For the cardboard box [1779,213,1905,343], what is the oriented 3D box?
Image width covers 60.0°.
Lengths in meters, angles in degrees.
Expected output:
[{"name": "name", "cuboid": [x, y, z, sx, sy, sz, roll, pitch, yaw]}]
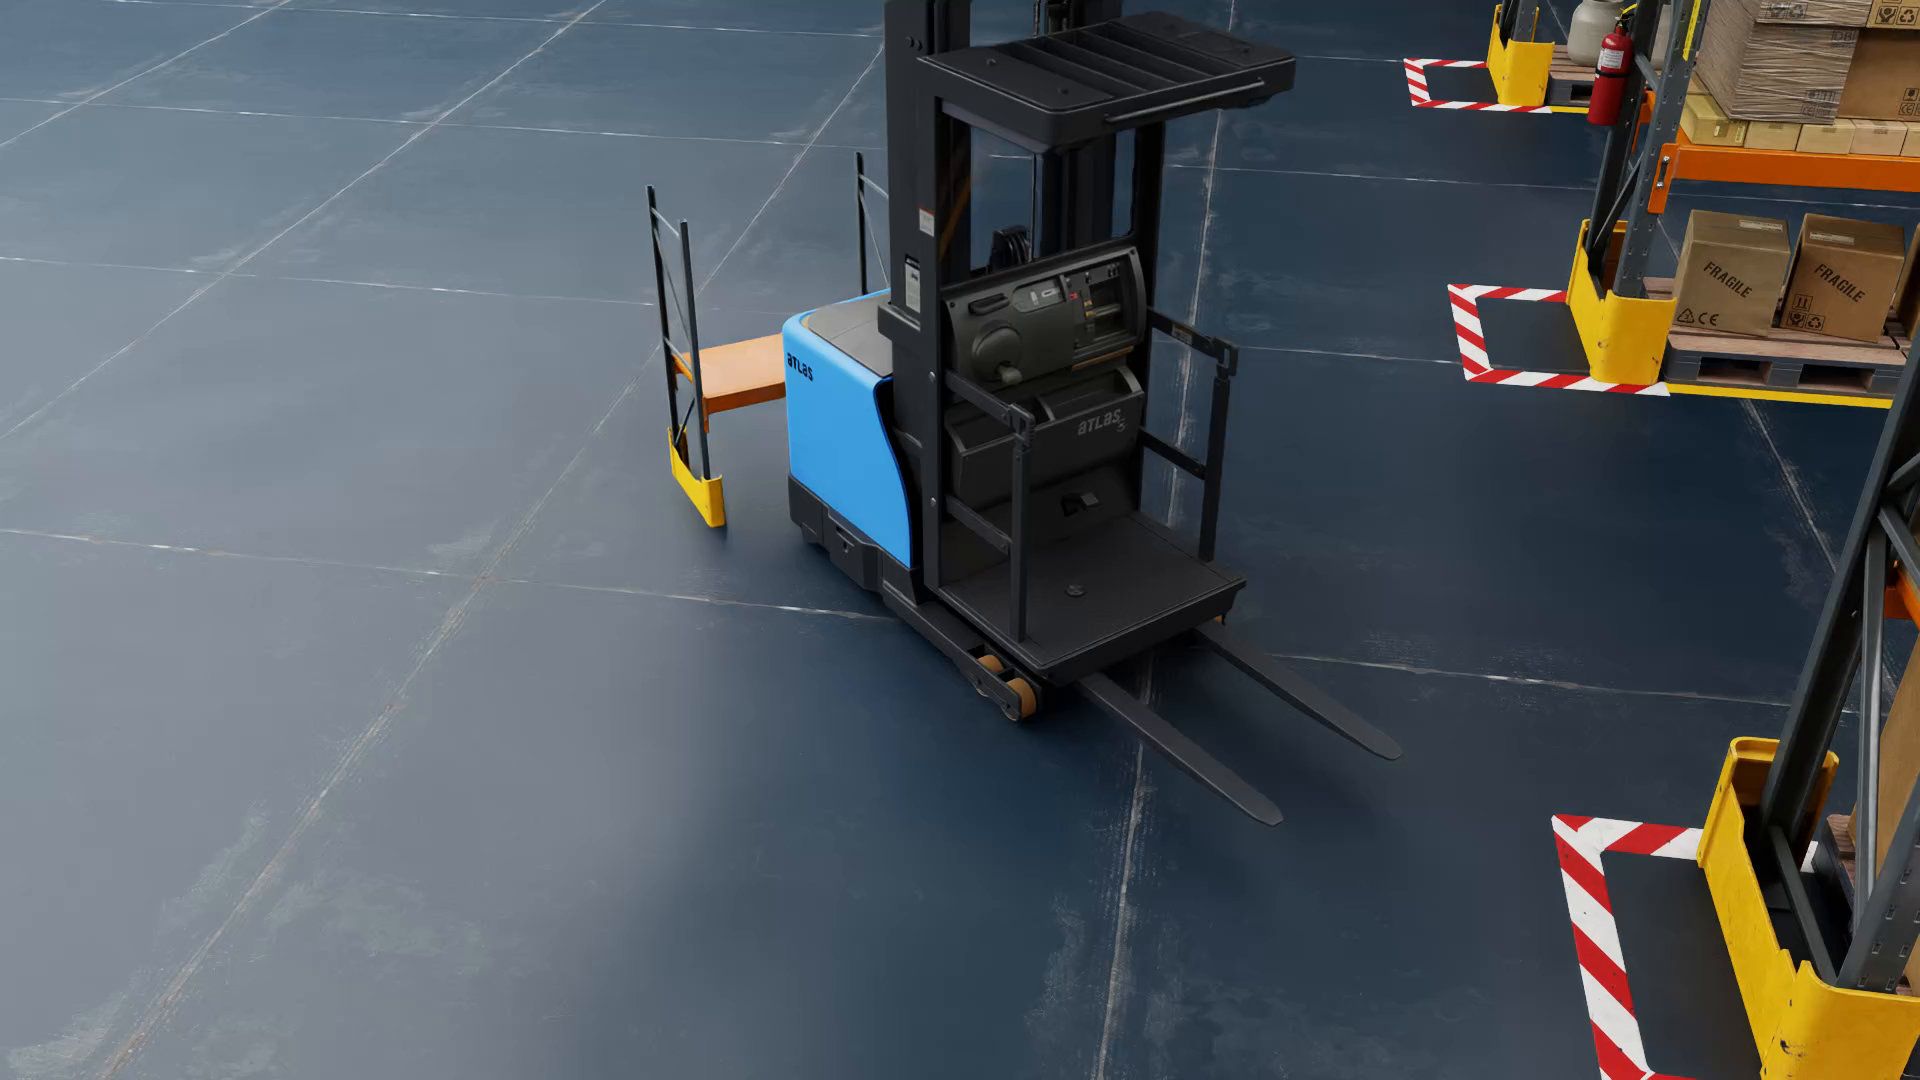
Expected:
[{"name": "cardboard box", "cuboid": [4.880, -1.455, 9.208, 0.500, 0.500, 0.500, 14, 35, 21]}]

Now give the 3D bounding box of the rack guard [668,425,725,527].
[{"name": "rack guard", "cuboid": [-1.272, -0.313, 8.015, 0.087, 0.250, 0.587, -15, 35, -22]}]

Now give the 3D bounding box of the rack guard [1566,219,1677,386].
[{"name": "rack guard", "cuboid": [3.747, -1.371, 9.469, 0.348, 0.500, 1.175, 5, 32, 8]}]

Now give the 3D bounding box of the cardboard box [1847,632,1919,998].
[{"name": "cardboard box", "cuboid": [3.418, 0.897, 5.097, 0.875, 0.875, 0.875, 5, 32, 8]}]

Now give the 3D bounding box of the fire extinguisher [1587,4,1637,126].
[{"name": "fire extinguisher", "cuboid": [3.637, -2.655, 9.238, 0.183, 0.674, 0.296, 5, 32, 8]}]

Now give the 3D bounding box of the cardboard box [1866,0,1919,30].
[{"name": "cardboard box", "cuboid": [4.660, -2.789, 8.062, 0.500, 0.500, 0.500, 5, 32, 8]}]

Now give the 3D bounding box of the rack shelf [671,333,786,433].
[{"name": "rack shelf", "cuboid": [-0.834, -0.806, 7.963, 1.000, 0.185, 0.538, -15, 35, -22]}]

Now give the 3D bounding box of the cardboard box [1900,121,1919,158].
[{"name": "cardboard box", "cuboid": [4.895, -2.080, 8.483, 0.250, 0.149, 0.380, 5, 32, 8]}]

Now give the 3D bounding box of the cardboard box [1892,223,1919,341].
[{"name": "cardboard box", "cuboid": [5.494, -1.390, 9.103, 0.500, 0.500, 0.500, 8, 33, 13]}]

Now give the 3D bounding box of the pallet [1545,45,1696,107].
[{"name": "pallet", "cuboid": [5.388, -3.788, 13.603, 1.213, 0.211, 1.003, 5, 32, 8]}]

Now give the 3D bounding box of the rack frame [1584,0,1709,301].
[{"name": "rack frame", "cuboid": [3.672, -2.437, 8.816, 0.127, 3.000, 1.000, 5, 32, 8]}]

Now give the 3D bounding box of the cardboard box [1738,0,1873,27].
[{"name": "cardboard box", "cuboid": [4.168, -2.838, 8.139, 0.500, 0.500, 0.500, 5, 32, 8]}]

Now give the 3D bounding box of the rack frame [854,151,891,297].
[{"name": "rack frame", "cuboid": [-0.378, -1.078, 8.059, 0.032, 1.500, 0.500, -15, 35, -22]}]

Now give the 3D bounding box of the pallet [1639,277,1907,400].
[{"name": "pallet", "cuboid": [4.542, -1.157, 9.400, 1.213, 0.211, 1.003, 5, 32, 8]}]

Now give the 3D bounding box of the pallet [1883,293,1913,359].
[{"name": "pallet", "cuboid": [5.741, -1.047, 9.224, 1.213, 0.211, 1.003, 5, 32, 8]}]

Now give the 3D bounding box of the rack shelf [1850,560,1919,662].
[{"name": "rack shelf", "cuboid": [4.710, 0.632, 4.592, 4.000, 0.370, 1.077, 5, 32, 8]}]

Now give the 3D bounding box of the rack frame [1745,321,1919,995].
[{"name": "rack frame", "cuboid": [2.738, 0.148, 4.686, 0.127, 3.000, 1.000, 5, 32, 8]}]

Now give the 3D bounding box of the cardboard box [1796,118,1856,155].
[{"name": "cardboard box", "cuboid": [4.400, -2.118, 8.543, 0.250, 0.149, 0.380, 5, 32, 8]}]

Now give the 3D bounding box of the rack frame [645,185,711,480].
[{"name": "rack frame", "cuboid": [-1.289, -0.839, 7.676, 0.032, 1.500, 0.500, -15, 35, -22]}]

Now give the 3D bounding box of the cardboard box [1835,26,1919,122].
[{"name": "cardboard box", "cuboid": [4.723, -2.560, 8.638, 0.500, 0.500, 0.875, 5, 32, 8]}]

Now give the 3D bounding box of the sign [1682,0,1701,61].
[{"name": "sign", "cuboid": [3.581, -2.520, 8.133, 0.005, 0.325, 0.100, 5, 32, 8]}]

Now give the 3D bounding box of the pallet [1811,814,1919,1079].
[{"name": "pallet", "cuboid": [3.539, 1.361, 5.377, 1.213, 0.211, 1.003, 5, 32, 8]}]

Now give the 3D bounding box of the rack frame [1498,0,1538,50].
[{"name": "rack frame", "cuboid": [4.505, -5.027, 12.955, 0.127, 3.000, 1.000, 5, 32, 8]}]

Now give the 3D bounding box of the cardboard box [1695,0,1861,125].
[{"name": "cardboard box", "cuboid": [4.210, -2.542, 8.609, 0.500, 0.500, 0.875, 5, 32, 8]}]

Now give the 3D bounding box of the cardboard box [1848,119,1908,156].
[{"name": "cardboard box", "cuboid": [4.650, -2.106, 8.525, 0.250, 0.149, 0.380, 5, 32, 8]}]

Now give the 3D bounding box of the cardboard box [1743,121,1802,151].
[{"name": "cardboard box", "cuboid": [4.156, -2.148, 8.591, 0.250, 0.149, 0.380, 5, 32, 8]}]

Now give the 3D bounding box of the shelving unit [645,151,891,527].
[{"name": "shelving unit", "cuboid": [-0.825, -0.961, 7.871, 1.083, 1.500, 0.587, -15, 35, -22]}]

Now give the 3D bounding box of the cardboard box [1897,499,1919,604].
[{"name": "cardboard box", "cuboid": [3.111, 0.094, 4.631, 0.550, 0.550, 0.875, 5, 32, 8]}]

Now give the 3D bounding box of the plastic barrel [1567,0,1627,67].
[{"name": "plastic barrel", "cuboid": [5.167, -4.132, 13.473, 0.421, 0.512, 0.421, 0, 32, 0]}]

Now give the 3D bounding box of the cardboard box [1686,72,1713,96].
[{"name": "cardboard box", "cuboid": [3.988, -2.413, 9.015, 0.250, 0.149, 0.380, 5, 32, 8]}]

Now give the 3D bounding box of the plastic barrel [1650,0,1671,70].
[{"name": "plastic barrel", "cuboid": [5.661, -4.087, 13.402, 0.421, 0.512, 0.421, 0, 32, 0]}]

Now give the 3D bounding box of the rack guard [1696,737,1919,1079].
[{"name": "rack guard", "cuboid": [2.714, 1.206, 5.353, 0.348, 0.500, 1.175, 5, 32, 8]}]

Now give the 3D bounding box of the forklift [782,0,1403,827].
[{"name": "forklift", "cuboid": [0.469, -0.820, 6.297, 1.130, 2.935, 3.031, -21, 38, -30]}]

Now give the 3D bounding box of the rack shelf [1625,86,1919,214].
[{"name": "rack shelf", "cuboid": [5.644, -1.953, 8.722, 4.000, 0.370, 1.077, 5, 32, 8]}]

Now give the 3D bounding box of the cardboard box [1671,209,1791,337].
[{"name": "cardboard box", "cuboid": [4.285, -1.491, 9.265, 0.500, 0.500, 0.500, 11, 34, 17]}]

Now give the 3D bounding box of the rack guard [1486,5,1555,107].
[{"name": "rack guard", "cuboid": [4.588, -3.986, 13.646, 0.348, 0.500, 1.175, 5, 32, 8]}]

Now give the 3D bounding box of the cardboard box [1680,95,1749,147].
[{"name": "cardboard box", "cuboid": [3.913, -2.180, 8.643, 0.250, 0.149, 0.380, 5, 32, 8]}]

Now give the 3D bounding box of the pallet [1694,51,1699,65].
[{"name": "pallet", "cuboid": [6.587, -3.678, 13.427, 1.213, 0.211, 1.003, 5, 32, 8]}]
